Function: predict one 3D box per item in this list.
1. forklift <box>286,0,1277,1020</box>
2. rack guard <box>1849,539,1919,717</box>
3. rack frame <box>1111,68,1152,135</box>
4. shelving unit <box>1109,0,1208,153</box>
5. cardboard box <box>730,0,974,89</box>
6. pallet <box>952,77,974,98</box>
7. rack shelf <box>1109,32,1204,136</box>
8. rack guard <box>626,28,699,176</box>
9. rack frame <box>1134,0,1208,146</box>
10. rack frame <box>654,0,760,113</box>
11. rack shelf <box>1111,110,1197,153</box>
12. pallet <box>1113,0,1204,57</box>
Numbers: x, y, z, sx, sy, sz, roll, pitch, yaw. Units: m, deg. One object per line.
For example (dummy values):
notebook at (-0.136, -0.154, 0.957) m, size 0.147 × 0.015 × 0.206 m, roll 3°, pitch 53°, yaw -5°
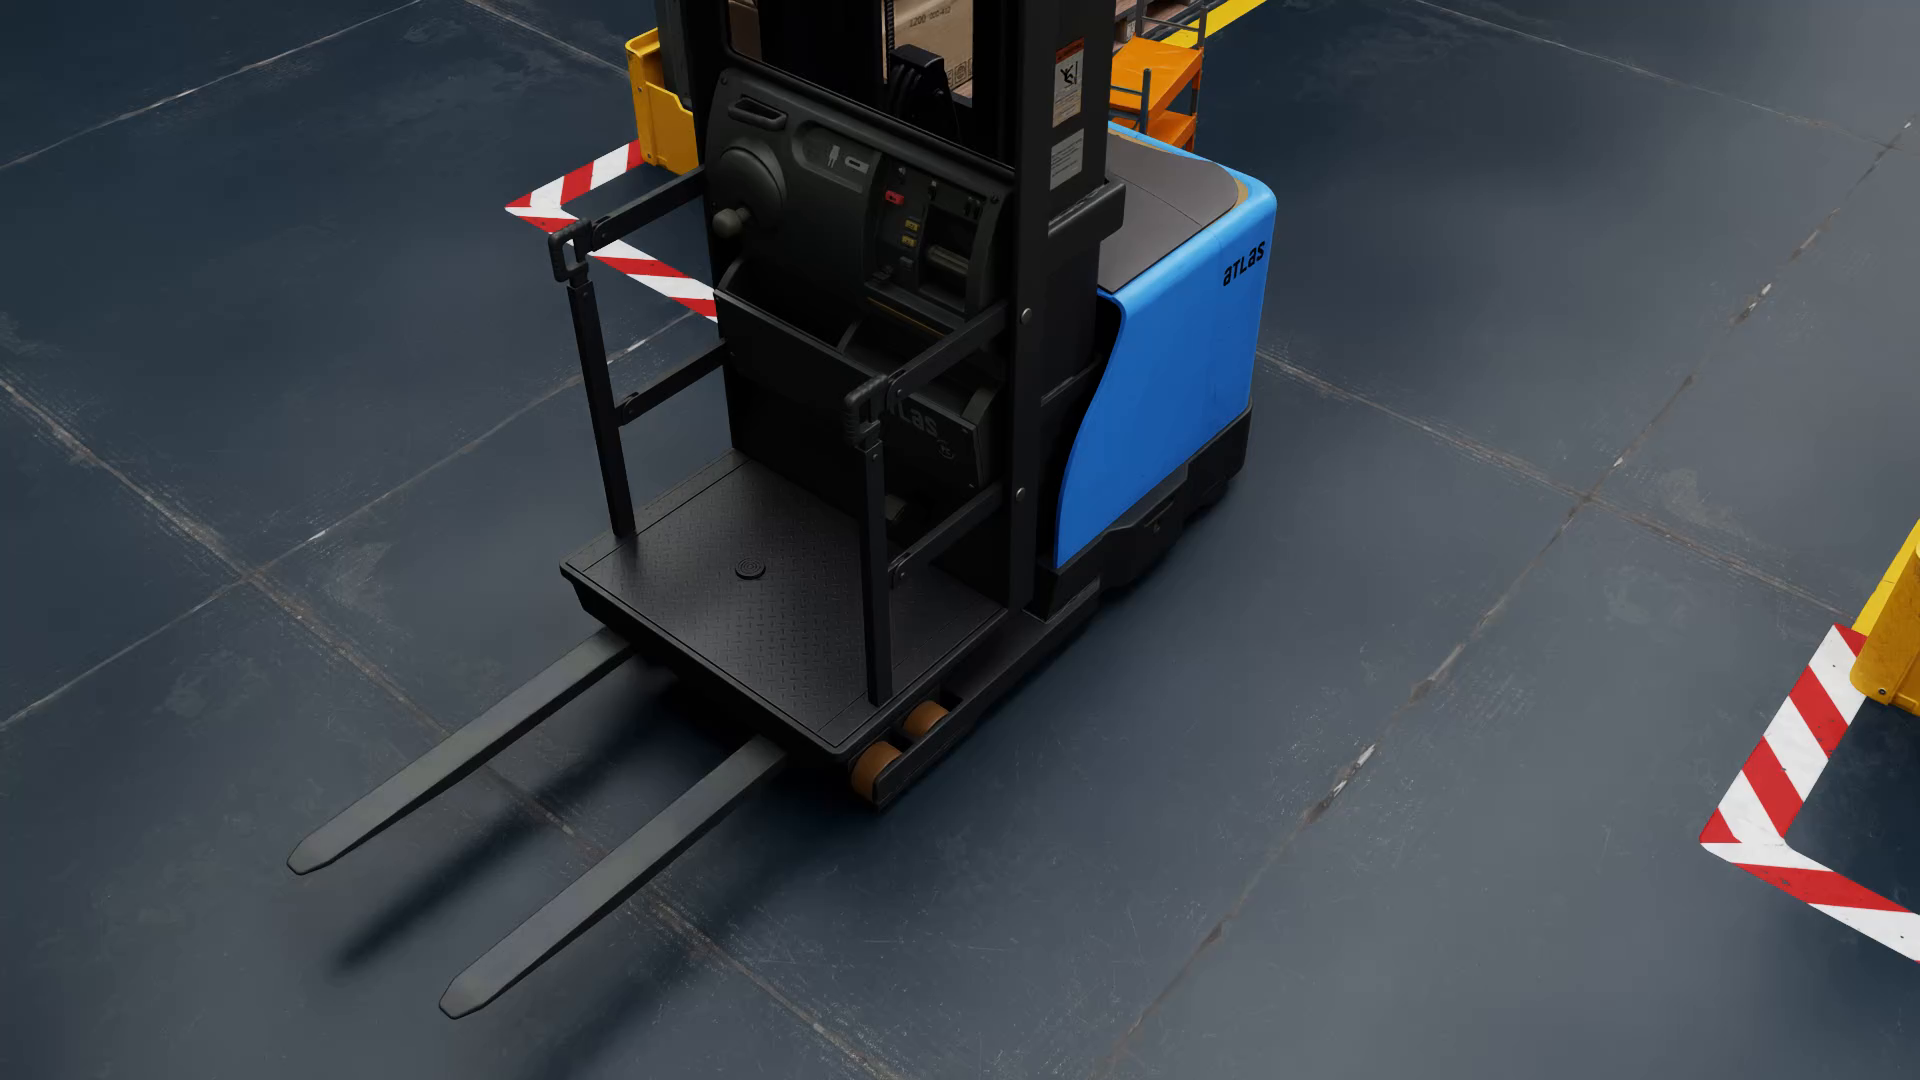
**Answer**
forklift at (-0.409, -0.762, 3.910) m, size 1.130 × 2.935 × 3.031 m, roll 30°, pitch 50°, yaw 29°
rack guard at (3.101, 0.397, 4.442) m, size 1.175 × 0.500 × 0.348 m, roll 29°, pitch 50°, yaw 28°
rack frame at (0.470, -1.013, 5.472) m, size 0.240 × 1.200 × 0.015 m, roll 19°, pitch 45°, yaw 19°
shelving unit at (0.580, -1.160, 5.634) m, size 0.258 × 1.200 × 0.503 m, roll 19°, pitch 45°, yaw 19°
cardboard box at (-0.453, -2.171, 7.000) m, size 0.875 × 0.438 × 0.875 m, roll 28°, pitch 49°, yaw 27°
pallet at (-0.347, -1.994, 7.286) m, size 1.003 × 0.211 × 1.213 m, roll 29°, pitch 50°, yaw 28°
rack shelf at (0.580, -1.451, 5.369) m, size 0.258 × 0.148 × 0.480 m, roll 19°, pitch 45°, yaw 19°
rack guard at (-0.817, -1.643, 6.685) m, size 1.175 × 0.500 × 0.348 m, roll 29°, pitch 50°, yaw 28°
rack frame at (0.689, -1.307, 5.795) m, size 0.240 × 1.200 × 0.015 m, roll 19°, pitch 45°, yaw 19°
rack frame at (-0.801, -2.580, 5.858) m, size 1.000 × 3.000 × 0.127 m, roll 29°, pitch 50°, yaw 28°
rack shelf at (0.580, -1.276, 5.528) m, size 0.258 × 0.148 × 0.480 m, roll 19°, pitch 45°, yaw 19°
pallet at (0.439, -2.619, 7.974) m, size 1.003 × 0.211 × 1.213 m, roll 29°, pitch 50°, yaw 28°
